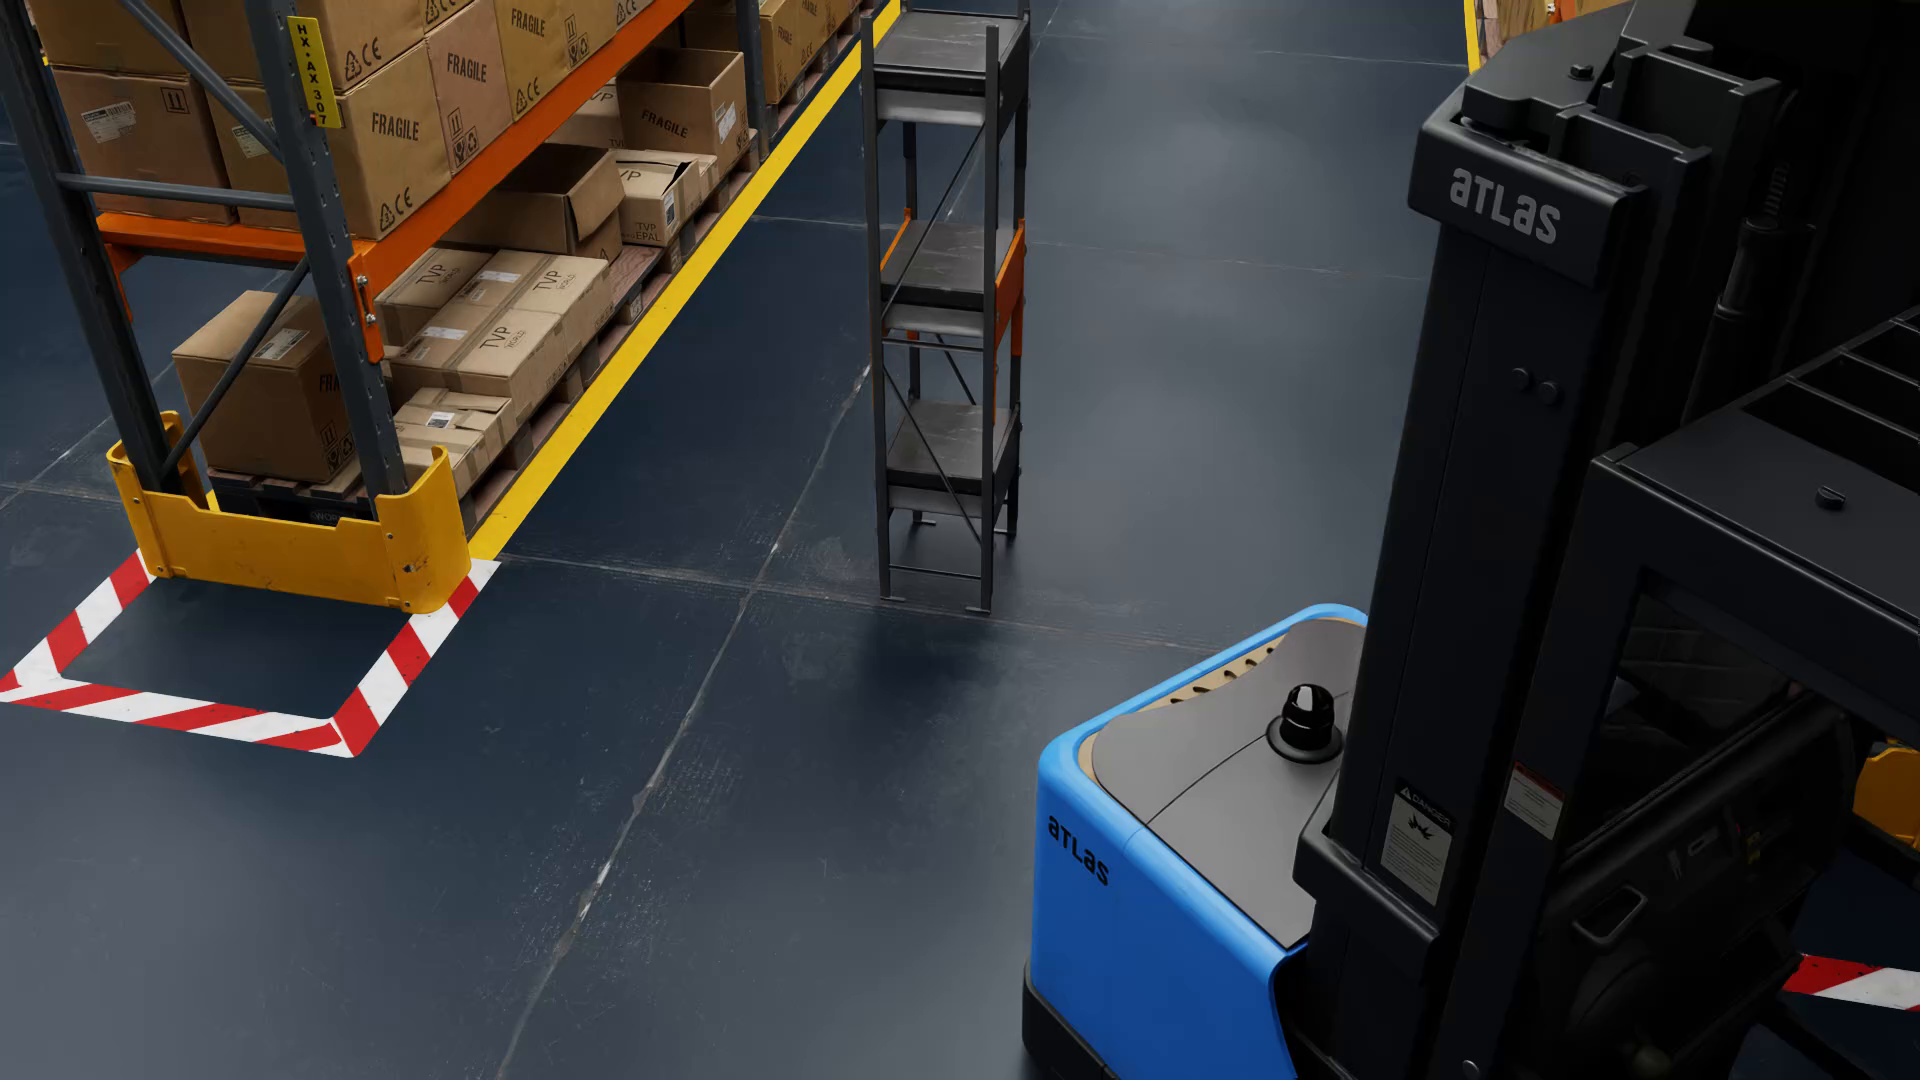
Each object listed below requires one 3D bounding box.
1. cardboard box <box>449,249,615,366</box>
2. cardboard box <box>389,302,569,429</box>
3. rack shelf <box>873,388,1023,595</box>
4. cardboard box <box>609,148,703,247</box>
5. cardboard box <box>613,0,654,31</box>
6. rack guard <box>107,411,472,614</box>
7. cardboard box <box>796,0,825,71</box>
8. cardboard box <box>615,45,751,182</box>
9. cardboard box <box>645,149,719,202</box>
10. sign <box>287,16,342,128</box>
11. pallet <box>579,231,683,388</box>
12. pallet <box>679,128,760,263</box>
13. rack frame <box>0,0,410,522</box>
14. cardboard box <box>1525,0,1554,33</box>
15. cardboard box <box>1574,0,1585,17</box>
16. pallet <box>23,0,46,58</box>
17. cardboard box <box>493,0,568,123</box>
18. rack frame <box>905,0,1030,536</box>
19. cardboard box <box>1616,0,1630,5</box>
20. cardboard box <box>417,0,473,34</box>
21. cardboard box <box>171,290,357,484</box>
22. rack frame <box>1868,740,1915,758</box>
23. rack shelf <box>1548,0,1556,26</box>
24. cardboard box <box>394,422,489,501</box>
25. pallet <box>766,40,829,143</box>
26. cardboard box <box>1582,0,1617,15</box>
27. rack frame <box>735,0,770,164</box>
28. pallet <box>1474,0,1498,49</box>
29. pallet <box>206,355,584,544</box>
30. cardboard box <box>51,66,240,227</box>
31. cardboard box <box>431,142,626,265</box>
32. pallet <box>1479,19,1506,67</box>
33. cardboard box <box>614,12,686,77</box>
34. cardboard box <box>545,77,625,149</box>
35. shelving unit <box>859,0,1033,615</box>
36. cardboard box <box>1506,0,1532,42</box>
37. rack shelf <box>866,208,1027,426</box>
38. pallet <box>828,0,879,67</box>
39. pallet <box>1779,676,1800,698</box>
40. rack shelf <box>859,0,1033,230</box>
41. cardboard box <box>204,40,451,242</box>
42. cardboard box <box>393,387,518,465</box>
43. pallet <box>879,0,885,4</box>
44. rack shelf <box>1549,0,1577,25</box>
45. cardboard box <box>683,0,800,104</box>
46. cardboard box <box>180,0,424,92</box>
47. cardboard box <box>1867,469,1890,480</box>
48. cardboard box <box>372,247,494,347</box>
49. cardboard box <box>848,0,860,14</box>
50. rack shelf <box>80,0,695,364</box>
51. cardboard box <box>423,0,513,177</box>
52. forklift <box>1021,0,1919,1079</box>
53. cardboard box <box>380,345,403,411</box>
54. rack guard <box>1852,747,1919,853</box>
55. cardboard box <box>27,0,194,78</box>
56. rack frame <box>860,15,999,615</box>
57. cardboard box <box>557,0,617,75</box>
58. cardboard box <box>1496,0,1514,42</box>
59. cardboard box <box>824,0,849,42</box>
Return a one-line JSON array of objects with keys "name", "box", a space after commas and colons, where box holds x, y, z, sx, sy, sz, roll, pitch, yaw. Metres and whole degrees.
[{"name": "cardboard box", "box": [-1.799, -0.986, 7.023, 0.500, 0.250, 0.500, 7, 37, 10]}, {"name": "cardboard box", "box": [-1.906, -0.699, 6.627, 0.500, 0.250, 0.500, 7, 37, 10]}, {"name": "rack shelf", "box": [-0.035, -0.177, 5.922, 0.431, 0.518, 0.480, 7, 37, 10]}, {"name": "cardboard box", "box": [-1.556, -1.662, 7.904, 0.500, 0.311, 0.500, 7, 37, 10]}, {"name": "cardboard box", "box": [-1.624, -2.496, 7.053, 0.500, 0.500, 0.500, 8, 37, 11]}, {"name": "rack guard", "box": [-2.390, -0.103, 5.966, 1.175, 0.500, 0.348, 7, 37, 10]}, {"name": "cardboard box", "box": [-1.107, -3.085, 9.706, 0.500, 0.500, 0.500, 8, 37, 11]}, {"name": "cardboard box", "box": [-1.396, -2.169, 8.442, 0.500, 0.500, 0.500, 7, 37, 10]}, {"name": "cardboard box", "box": [-1.418, -1.804, 8.238, 0.380, 0.149, 0.250, 7, 37, 10]}, {"name": "sign", "box": [-1.876, -1.354, 4.825, 0.100, 0.325, 0.005, 7, 37, 10]}, {"name": "pallet", "box": [-1.958, -1.141, 7.644, 1.003, 0.211, 1.213, 7, 37, 10]}, {"name": "pallet", "box": [-1.699, -1.842, 8.612, 1.003, 0.211, 1.213, 7, 37, 10]}, {"name": "rack frame", "box": [-2.406, -1.072, 5.173, 1.000, 3.000, 0.127, 7, 37, 10]}, {"name": "cardboard box", "box": [3.300, -2.435, 8.527, 0.750, 0.750, 0.750, 8, 37, 11]}, {"name": "cardboard box", "box": [3.157, -2.559, 6.969, 0.980, 0.700, 0.700, 8, 37, 11]}, {"name": "pallet", "box": [-6.184, -3.296, 10.618, 1.003, 0.211, 1.213, 7, 37, 10]}, {"name": "cardboard box", "box": [-1.839, -1.918, 6.254, 0.500, 0.500, 0.500, 7, 37, 10]}, {"name": "rack frame", "box": [0.017, -0.895, 5.696, 0.400, 2.100, 0.015, 7, 37, 10]}, {"name": "cardboard box", "box": [2.850, -1.723, 5.815, 0.980, 0.700, 0.700, 6, 36, 8]}, {"name": "cardboard box", "box": [-1.949, -2.039, 5.570, 0.500, 0.500, 0.500, 8, 37, 10]}, {"name": "cardboard box", "box": [-2.530, -0.580, 6.250, 0.500, 0.500, 0.500, 7, 37, 10]}, {"name": "rack frame", "box": [2.434, -0.453, 4.319, 1.000, 3.000, 0.127, 7, 37, 10]}, {"name": "rack shelf", "box": [3.716, -3.602, 9.276, 1.077, 0.370, 4.000, 7, 37, 10]}, {"name": "cardboard box", "box": [-1.981, -0.293, 6.152, 0.380, 0.149, 0.250, 7, 37, 10]}, {"name": "pallet", "box": [-1.415, -2.707, 9.805, 1.003, 0.211, 1.213, 7, 37, 10]}, {"name": "cardboard box", "box": [2.996, -2.141, 6.392, 0.980, 0.700, 0.700, 6, 36, 9]}, {"name": "rack frame", "box": [-1.552, -3.365, 8.337, 1.000, 3.000, 0.127, 7, 37, 10]}, {"name": "pallet", "box": [3.901, -3.468, 10.855, 1.003, 0.211, 1.213, 7, 37, 10]}, {"name": "pallet", "box": [-2.220, -0.443, 6.682, 1.003, 0.211, 1.213, 7, 37, 10]}, {"name": "cardboard box", "box": [-2.576, -1.403, 5.545, 0.500, 0.500, 0.500, 8, 37, 11]}, {"name": "cardboard box", "box": [-1.948, -1.455, 7.453, 0.797, 0.503, 0.637, 7, 37, 10]}, {"name": "pallet", "box": [3.638, -2.771, 9.893, 1.003, 0.211, 1.213, 7, 37, 10]}, {"name": "cardboard box", "box": [-1.726, -2.850, 9.381, 0.500, 0.500, 0.500, 7, 37, 10]}, {"name": "cardboard box", "box": [-1.853, -2.241, 8.702, 0.500, 0.311, 0.500, 7, 37, 10]}, {"name": "shelving unit", "box": [-0.035, -0.755, 5.503, 0.431, 2.100, 0.503, 7, 37, 10]}, {"name": "cardboard box", "box": [3.487, -2.945, 9.231, 0.750, 0.750, 0.750, 8, 37, 11]}, {"name": "rack shelf", "box": [-0.035, -0.744, 5.511, 0.431, 0.518, 0.480, 7, 37, 10]}, {"name": "pallet", "box": [-1.156, -3.409, 10.773, 1.003, 0.211, 1.213, 7, 37, 10]}, {"name": "pallet", "box": [2.529, 0.208, 5.783, 1.003, 0.211, 1.213, 7, 37, 10]}, {"name": "rack shelf", "box": [-0.035, -1.311, 5.100, 0.431, 0.518, 0.480, 7, 37, 10]}, {"name": "cardboard box", "box": [-2.054, -1.334, 5.449, 0.500, 0.500, 0.500, 8, 37, 11]}, {"name": "cardboard box", "box": [-1.927, -0.443, 6.345, 0.380, 0.166, 0.250, 7, 37, 10]}, {"name": "pallet", "box": [-0.894, -4.106, 11.735, 1.003, 0.211, 1.213, 7, 37, 10]}, {"name": "rack shelf", "box": [2.861, -1.308, 6.112, 1.077, 0.370, 4.000, 7, 37, 10]}, {"name": "cardboard box", "box": [-1.210, -2.778, 9.282, 0.500, 0.500, 0.500, 6, 36, 8]}, {"name": "cardboard box", "box": [-2.054, -1.739, 5.155, 0.500, 0.500, 0.500, 8, 37, 11]}, {"name": "cardboard box", "box": [2.655, -0.191, 5.177, 0.380, 0.149, 0.250, 8, 37, 10]}, {"name": "cardboard box", "box": [-2.298, -1.020, 7.070, 0.500, 0.250, 0.500, 7, 37, 10]}, {"name": "cardboard box", "box": [-0.885, -3.660, 10.500, 0.500, 0.500, 0.500, 6, 36, 8]}, {"name": "rack shelf", "box": [-1.979, -1.927, 6.966, 1.077, 0.370, 4.000, 7, 37, 10]}, {"name": "cardboard box", "box": [-1.949, -1.630, 5.858, 0.500, 0.500, 0.500, 7, 37, 10]}, {"name": "forklift", "box": [1.435, 0.684, 2.808, 1.130, 2.935, 3.031, -23, 42, -29]}, {"name": "cardboard box", "box": [-2.356, -0.666, 6.653, 0.380, 0.166, 0.250, 7, 37, 10]}, {"name": "rack guard", "box": [2.429, 0.573, 5.034, 1.175, 0.500, 0.348, 7, 37, 10]}, {"name": "cardboard box", "box": [-2.580, -1.807, 5.250, 0.500, 0.500, 0.500, 7, 37, 10]}, {"name": "rack frame", "box": [-0.087, -0.615, 5.310, 0.400, 2.100, 0.015, 7, 37, 10]}, {"name": "cardboard box", "box": [-1.730, -2.204, 6.650, 0.500, 0.500, 0.500, 8, 37, 11]}, {"name": "cardboard box", "box": [3.664, -3.433, 9.904, 0.750, 0.750, 0.750, 7, 37, 10]}, {"name": "cardboard box", "box": [-0.993, -3.371, 10.100, 0.500, 0.500, 0.500, 8, 37, 11]}]
